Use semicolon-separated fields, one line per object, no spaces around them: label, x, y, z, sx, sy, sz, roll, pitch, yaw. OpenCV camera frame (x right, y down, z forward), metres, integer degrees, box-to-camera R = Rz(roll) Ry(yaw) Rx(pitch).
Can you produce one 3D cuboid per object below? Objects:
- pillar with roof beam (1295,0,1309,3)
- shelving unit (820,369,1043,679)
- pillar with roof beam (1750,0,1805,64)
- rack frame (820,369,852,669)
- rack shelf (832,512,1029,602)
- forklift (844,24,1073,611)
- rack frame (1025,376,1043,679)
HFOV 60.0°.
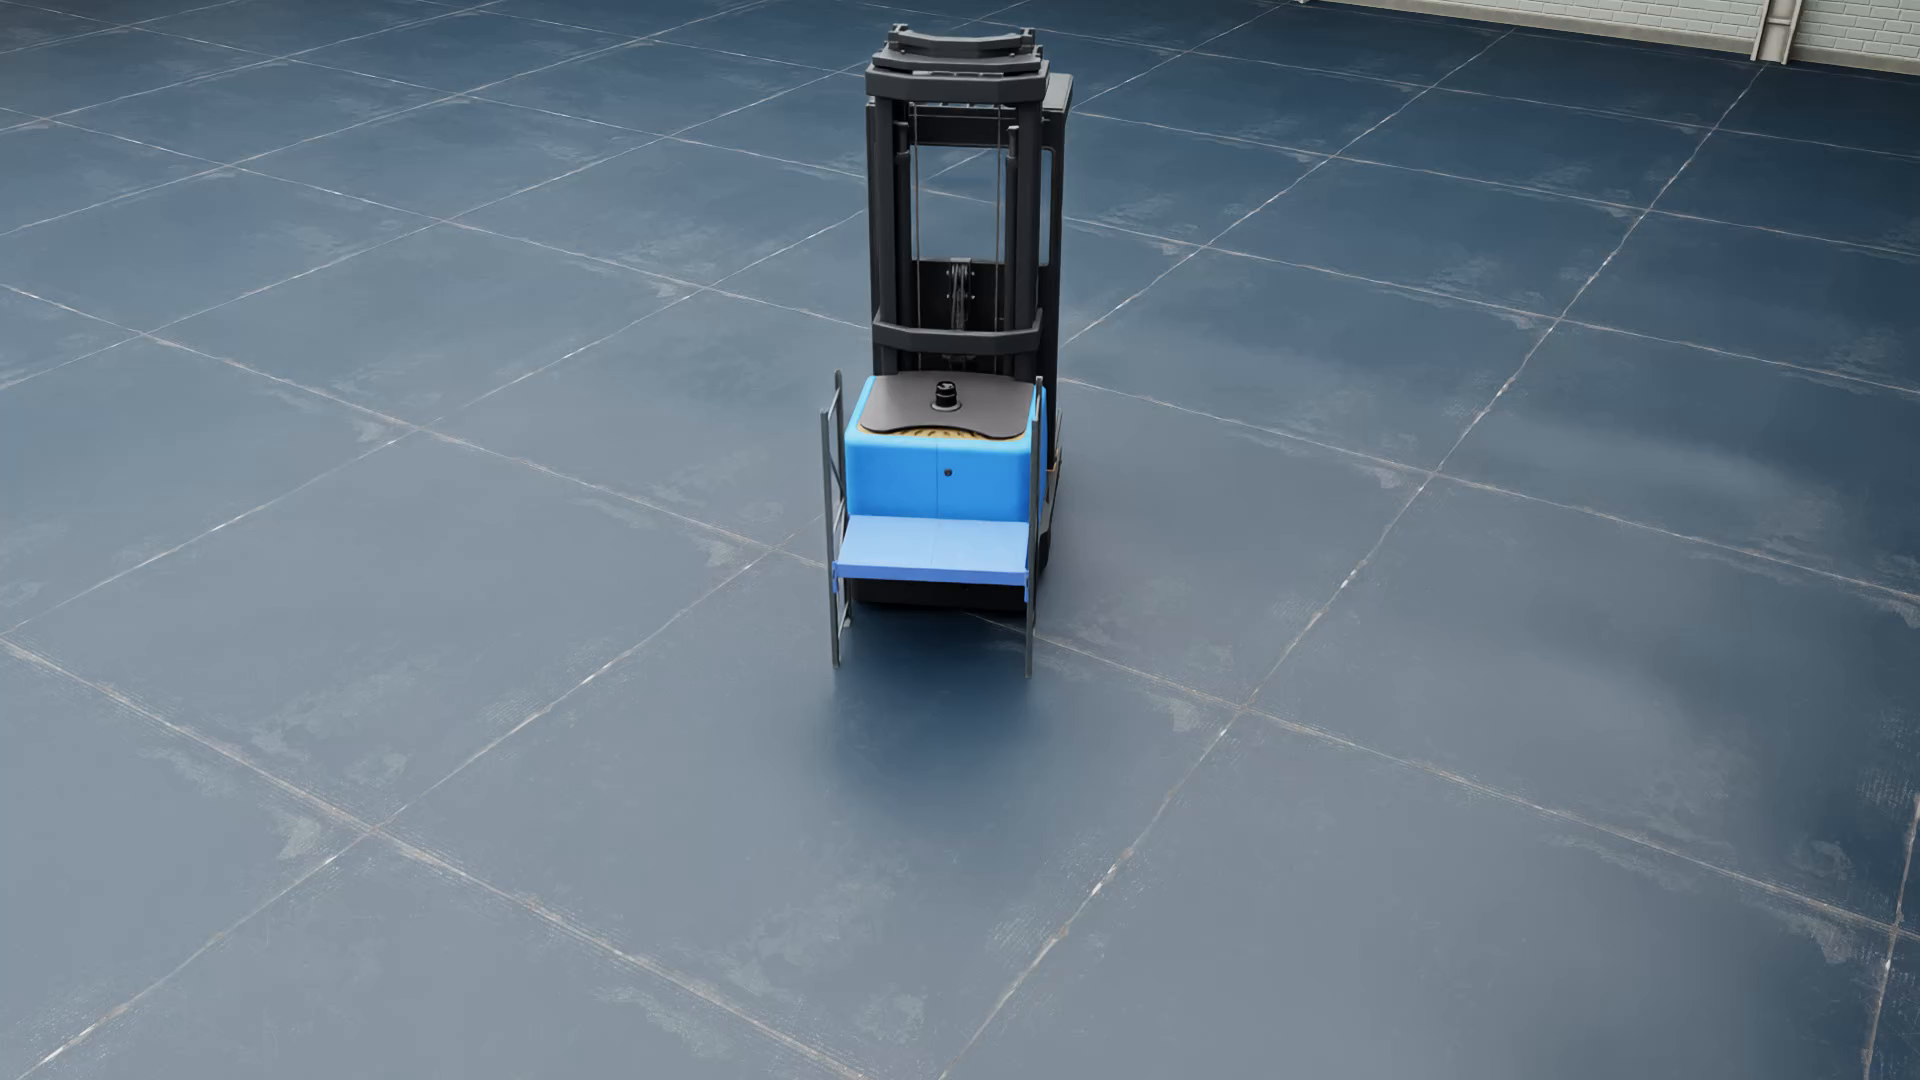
pillar with roof beam;2.215;-9.342;17.006;0.400;9.000;9.100;18;35;27
shelving unit;-0.129;-0.071;8.553;1.048;1.500;0.538;3;31;4
pillar with roof beam;7.297;-7.735;14.250;0.400;9.000;9.100;18;35;27
rack frame;-0.635;-0.093;8.591;0.032;1.500;0.500;3;31;4
rack shelf;-0.129;0.084;8.644;1.000;0.185;0.538;3;31;4
forklift;0.060;-1.596;9.750;1.130;2.935;3.031;3;30;6
rack frame;0.377;-0.049;8.514;0.032;1.500;0.500;3;31;4
